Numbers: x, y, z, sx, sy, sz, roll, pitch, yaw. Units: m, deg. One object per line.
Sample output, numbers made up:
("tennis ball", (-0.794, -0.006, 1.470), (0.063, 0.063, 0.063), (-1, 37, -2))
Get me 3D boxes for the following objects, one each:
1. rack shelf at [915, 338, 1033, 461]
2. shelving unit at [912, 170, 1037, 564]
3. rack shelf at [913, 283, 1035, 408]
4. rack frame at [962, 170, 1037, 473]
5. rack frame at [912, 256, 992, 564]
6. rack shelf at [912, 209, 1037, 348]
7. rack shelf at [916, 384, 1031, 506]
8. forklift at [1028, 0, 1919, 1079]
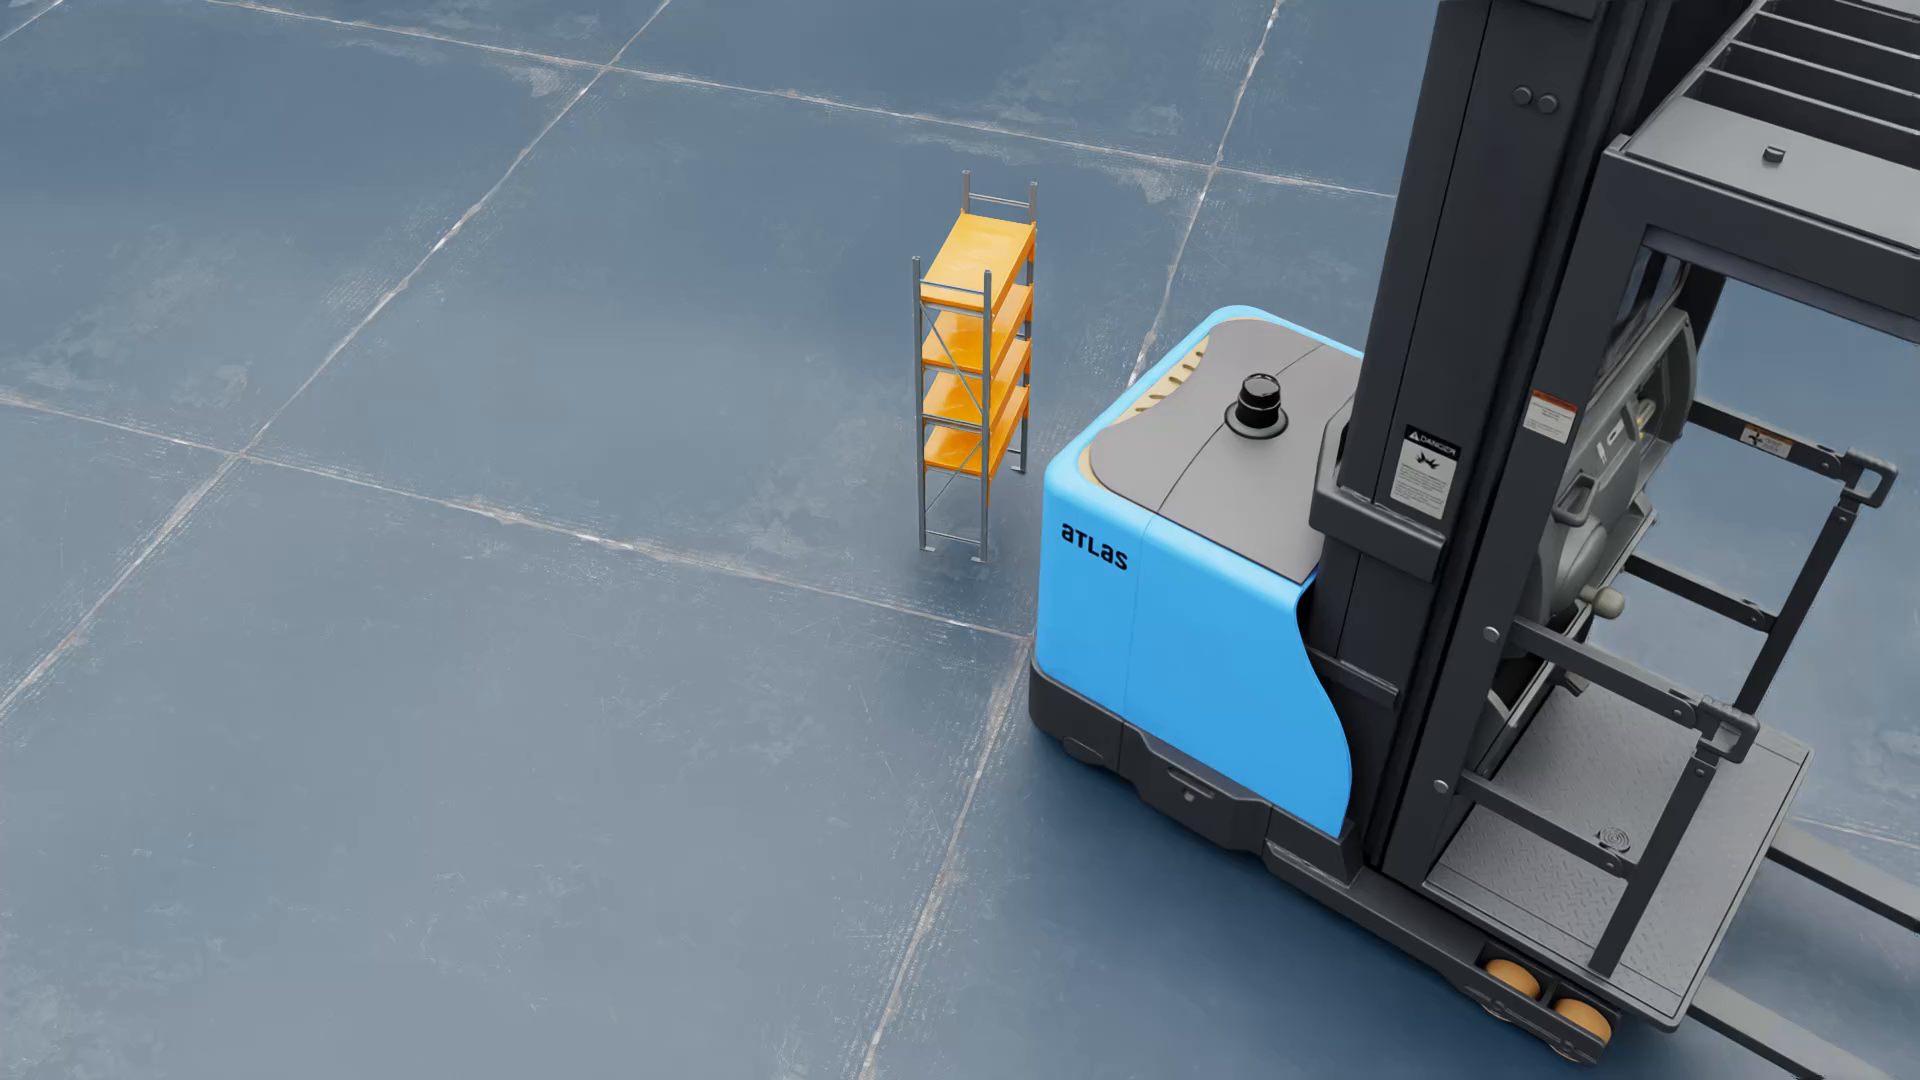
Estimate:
("rack shelf", (0.050, -0.491, 5.490), (0.258, 0.148, 0.480), (13, 46, 13))
("shelving unit", (0.050, -0.539, 5.443), (0.258, 1.200, 0.503), (13, 46, 13))
("rack shelf", (0.050, -0.651, 5.334), (0.258, 0.148, 0.480), (13, 46, 13))
("rack frame", (0.124, -0.702, 5.609), (0.240, 1.200, 0.015), (13, 46, 13))
("rack frame", (-0.024, -0.377, 5.277), (0.240, 1.200, 0.015), (13, 46, 13))
("rack shelf", (0.050, -0.820, 5.168), (0.258, 0.148, 0.480), (13, 46, 13))
("rack shelf", (0.050, -0.349, 5.629), (0.258, 0.148, 0.480), (13, 46, 13))
("forklift", (1.688, -0.110, 3.766), (3.031, 2.935, 1.130), (28, 51, 26))
